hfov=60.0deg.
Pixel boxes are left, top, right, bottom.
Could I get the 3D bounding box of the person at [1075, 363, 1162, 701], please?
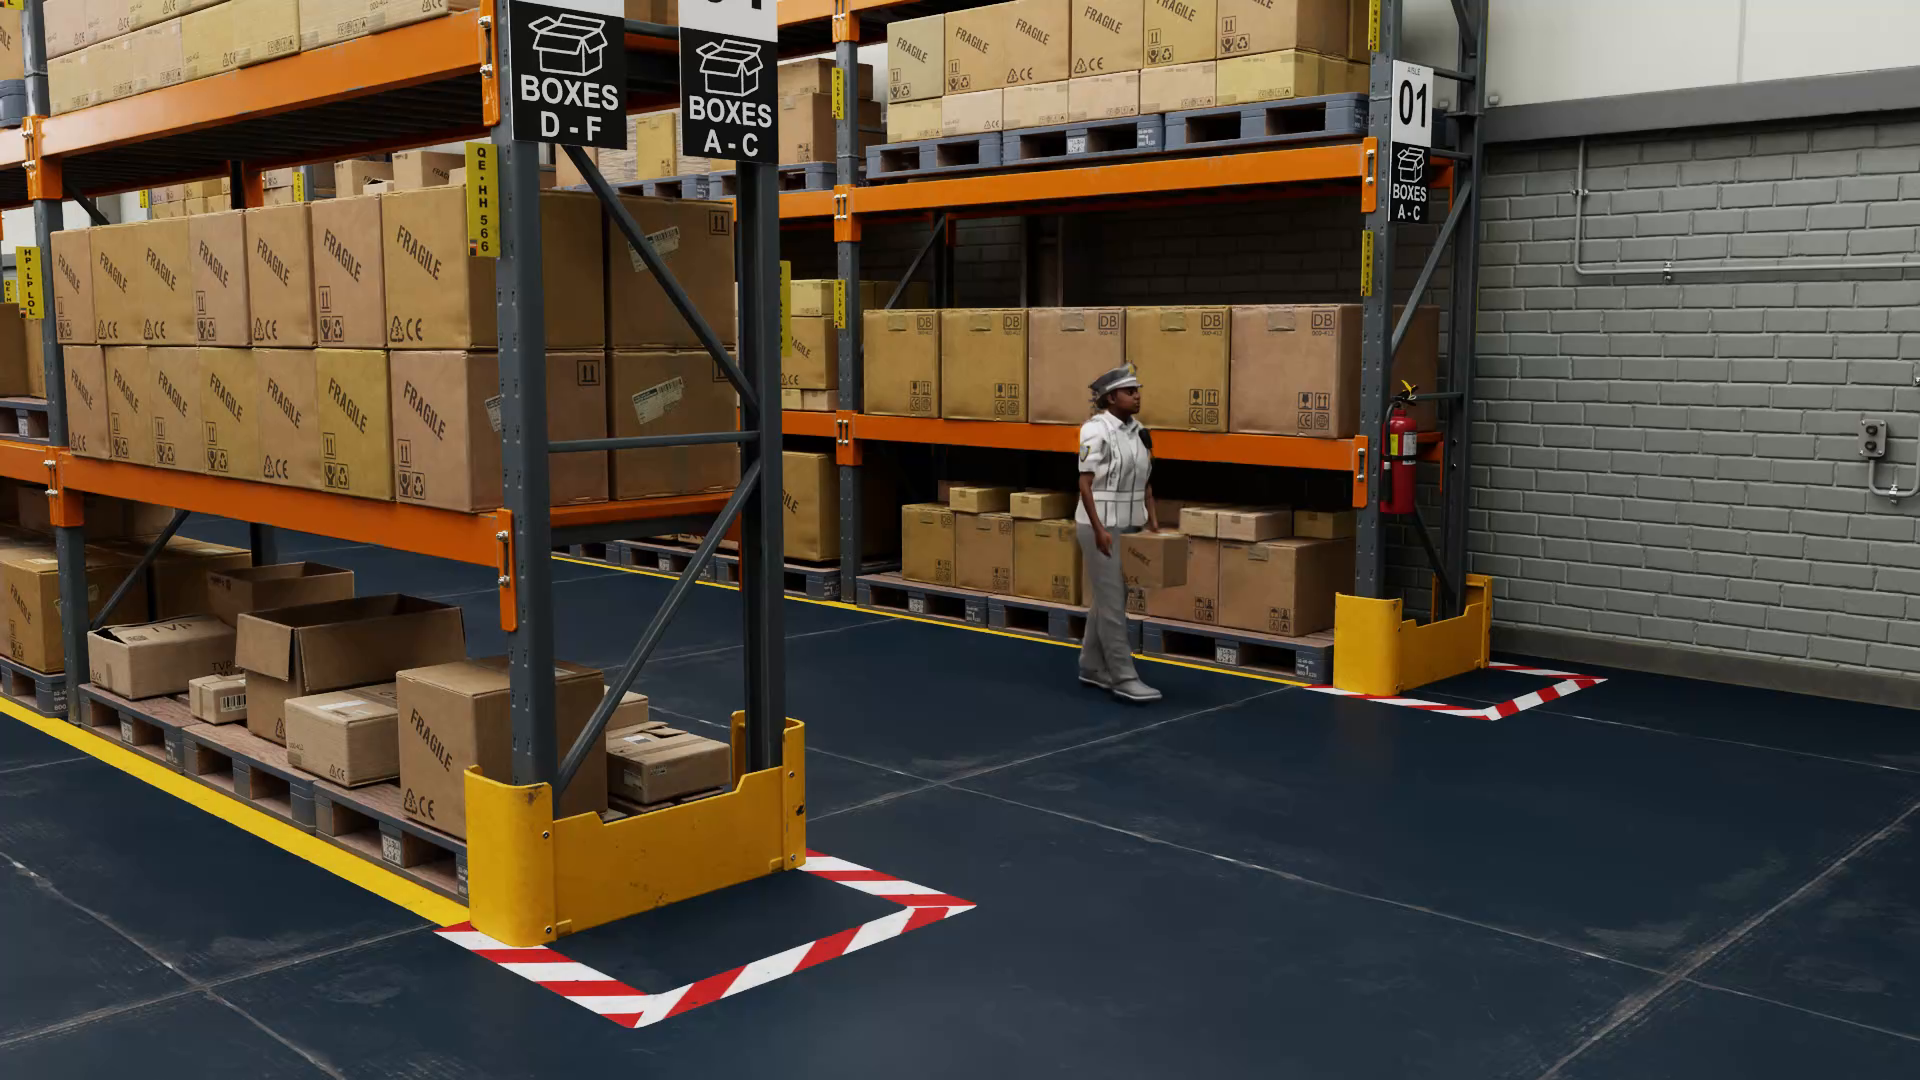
[{"bbox_3d":[0.861,-0.055,8.477,0.657,1.689,0.474,7,10,43],"label":"person"}]
